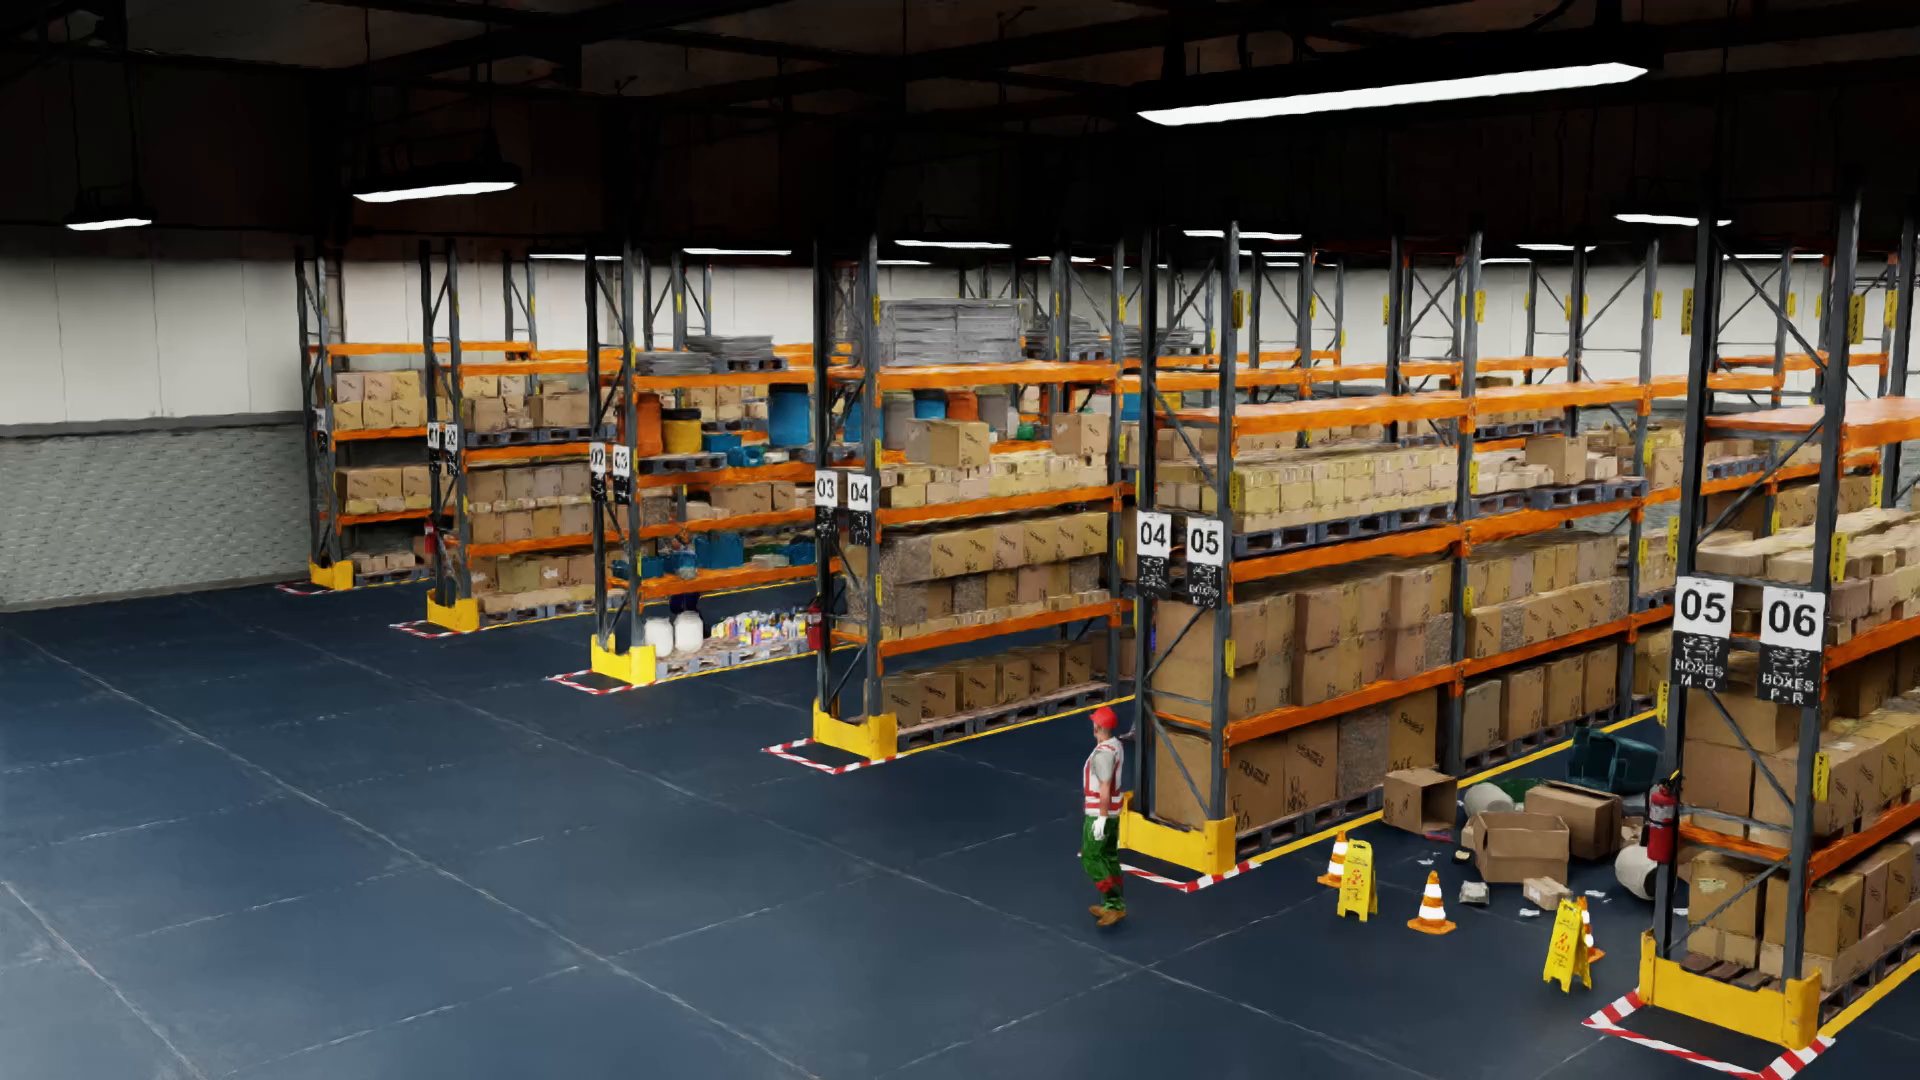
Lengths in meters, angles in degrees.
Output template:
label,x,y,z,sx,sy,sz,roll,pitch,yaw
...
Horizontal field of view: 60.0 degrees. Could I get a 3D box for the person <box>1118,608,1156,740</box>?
label,x,y,z,sx,sy,sz,roll,pitch,yaw
person,2.328,1.548,19.303,0.989,1.587,0.443,-6,10,-34

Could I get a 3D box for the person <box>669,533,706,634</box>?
label,x,y,z,sx,sy,sz,roll,pitch,yaw
person,-4.186,0.676,25.417,0.625,1.581,0.517,8,12,44

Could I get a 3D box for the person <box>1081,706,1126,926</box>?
label,x,y,z,sx,sy,sz,roll,pitch,yaw
person,1.216,2.269,13.770,0.388,1.783,0.624,2,9,16
